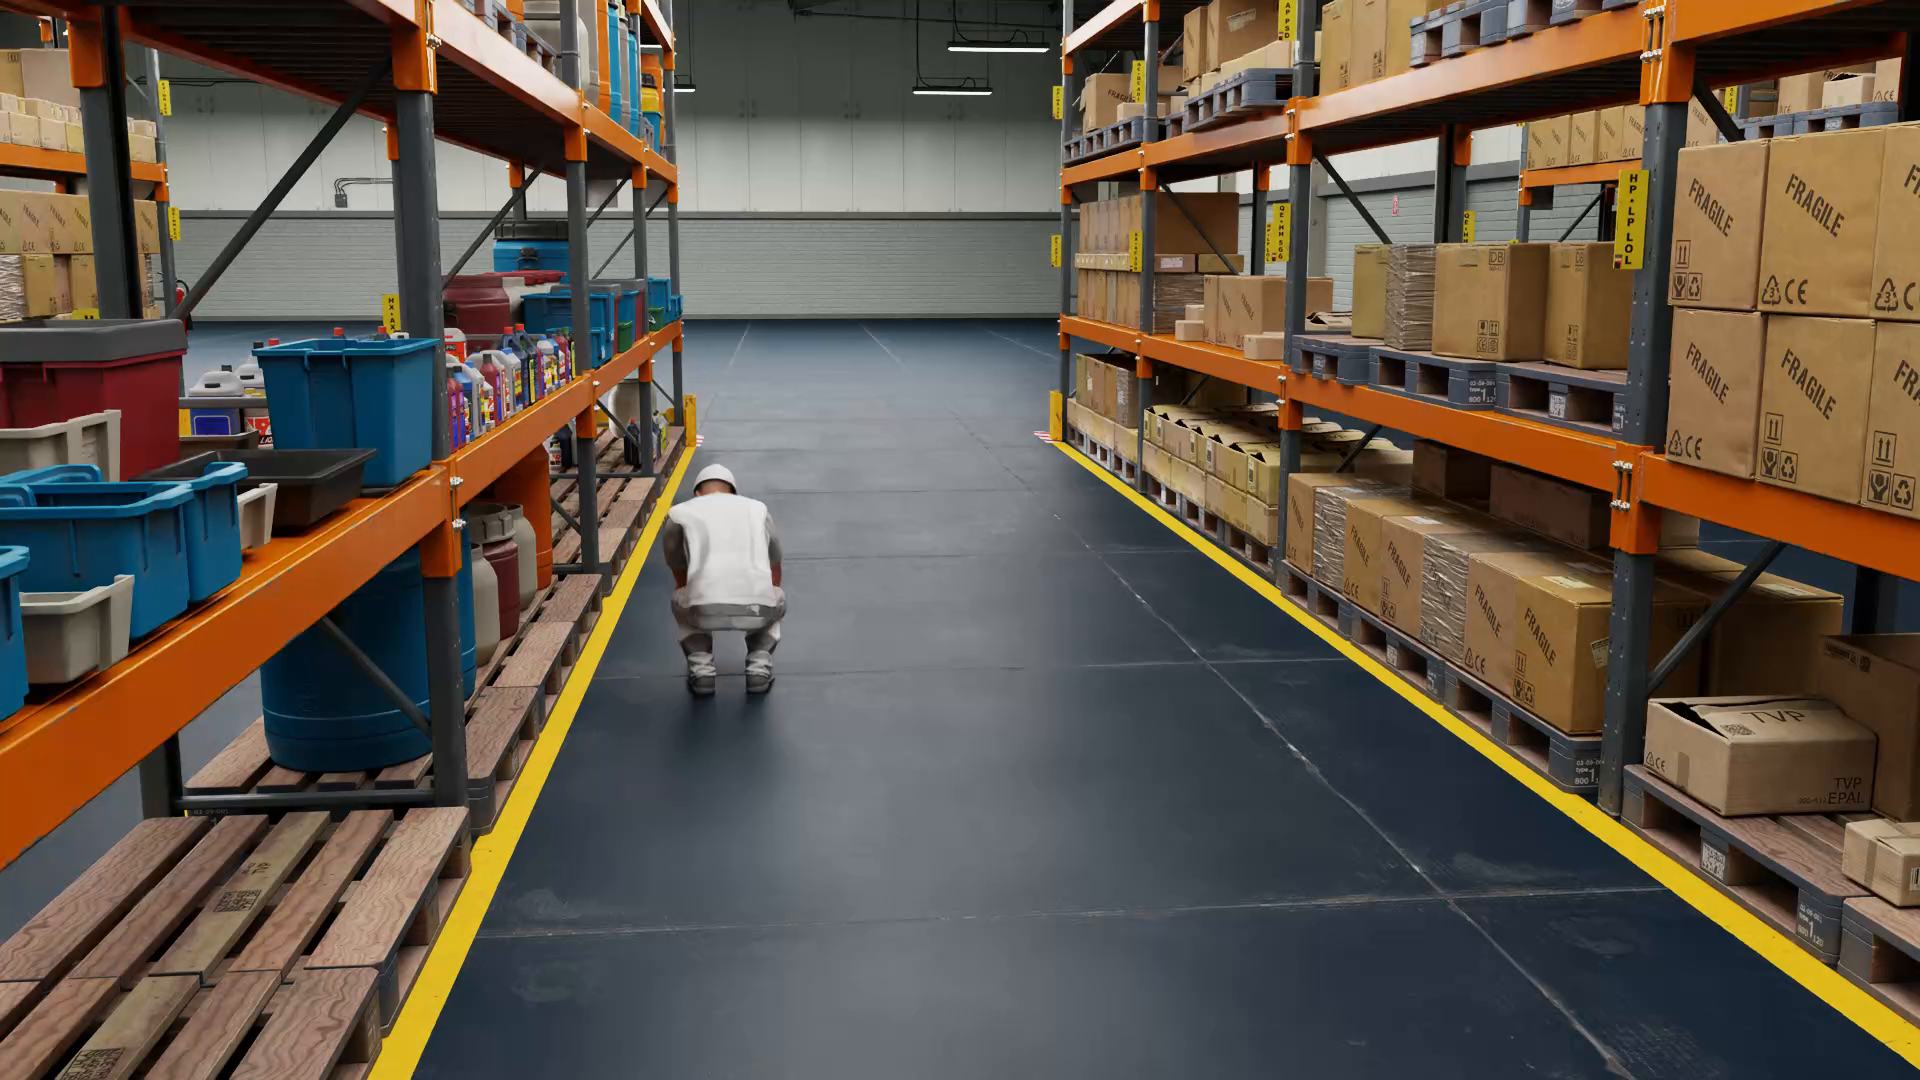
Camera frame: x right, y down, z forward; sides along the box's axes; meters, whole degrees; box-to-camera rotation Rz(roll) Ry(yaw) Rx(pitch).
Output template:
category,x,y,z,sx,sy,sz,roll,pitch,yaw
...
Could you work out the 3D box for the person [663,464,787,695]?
category,x,y,z,sx,sy,sz,roll,pitch,yaw
person,-1.091,0.170,7.704,0.569,0.990,0.884,-1,10,-6
